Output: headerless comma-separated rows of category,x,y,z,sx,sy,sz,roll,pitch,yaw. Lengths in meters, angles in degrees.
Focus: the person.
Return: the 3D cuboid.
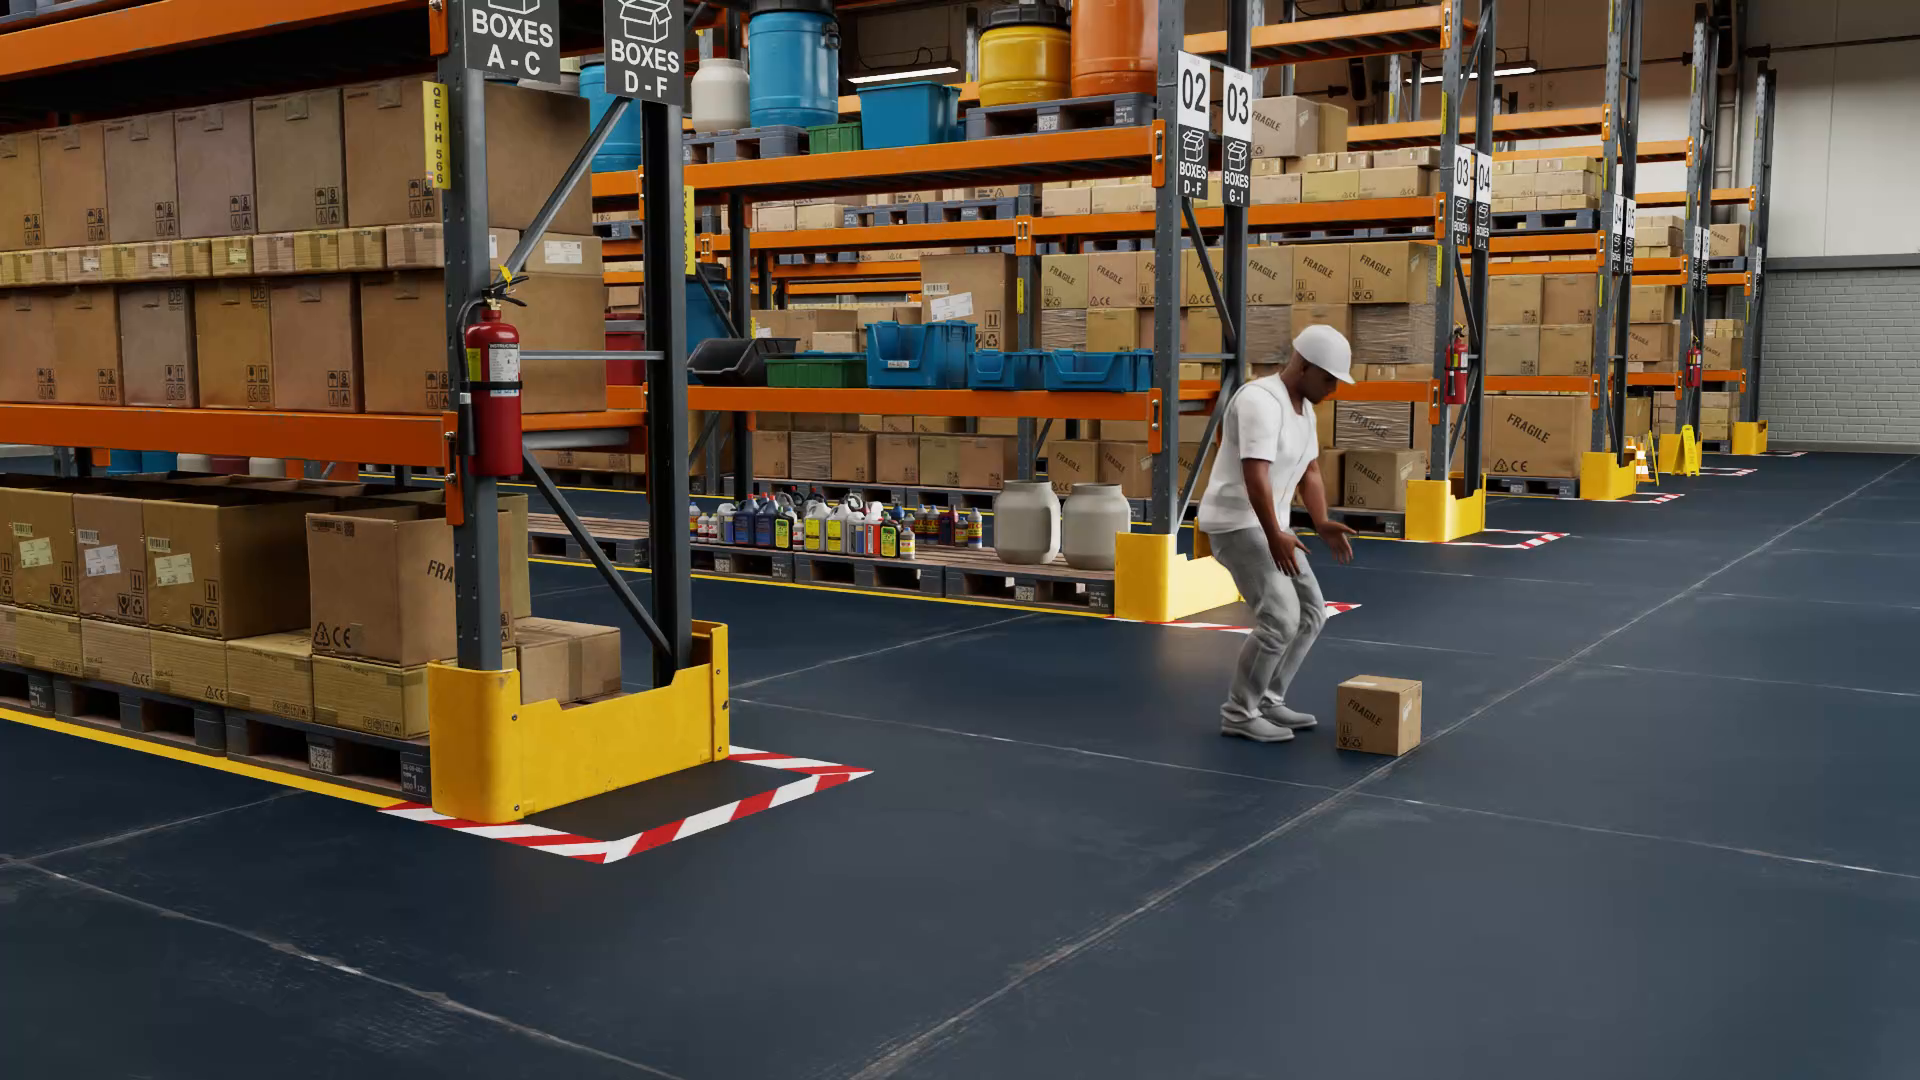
person,1.275,-0.038,6.649,0.576,1.633,0.613,4,8,35
